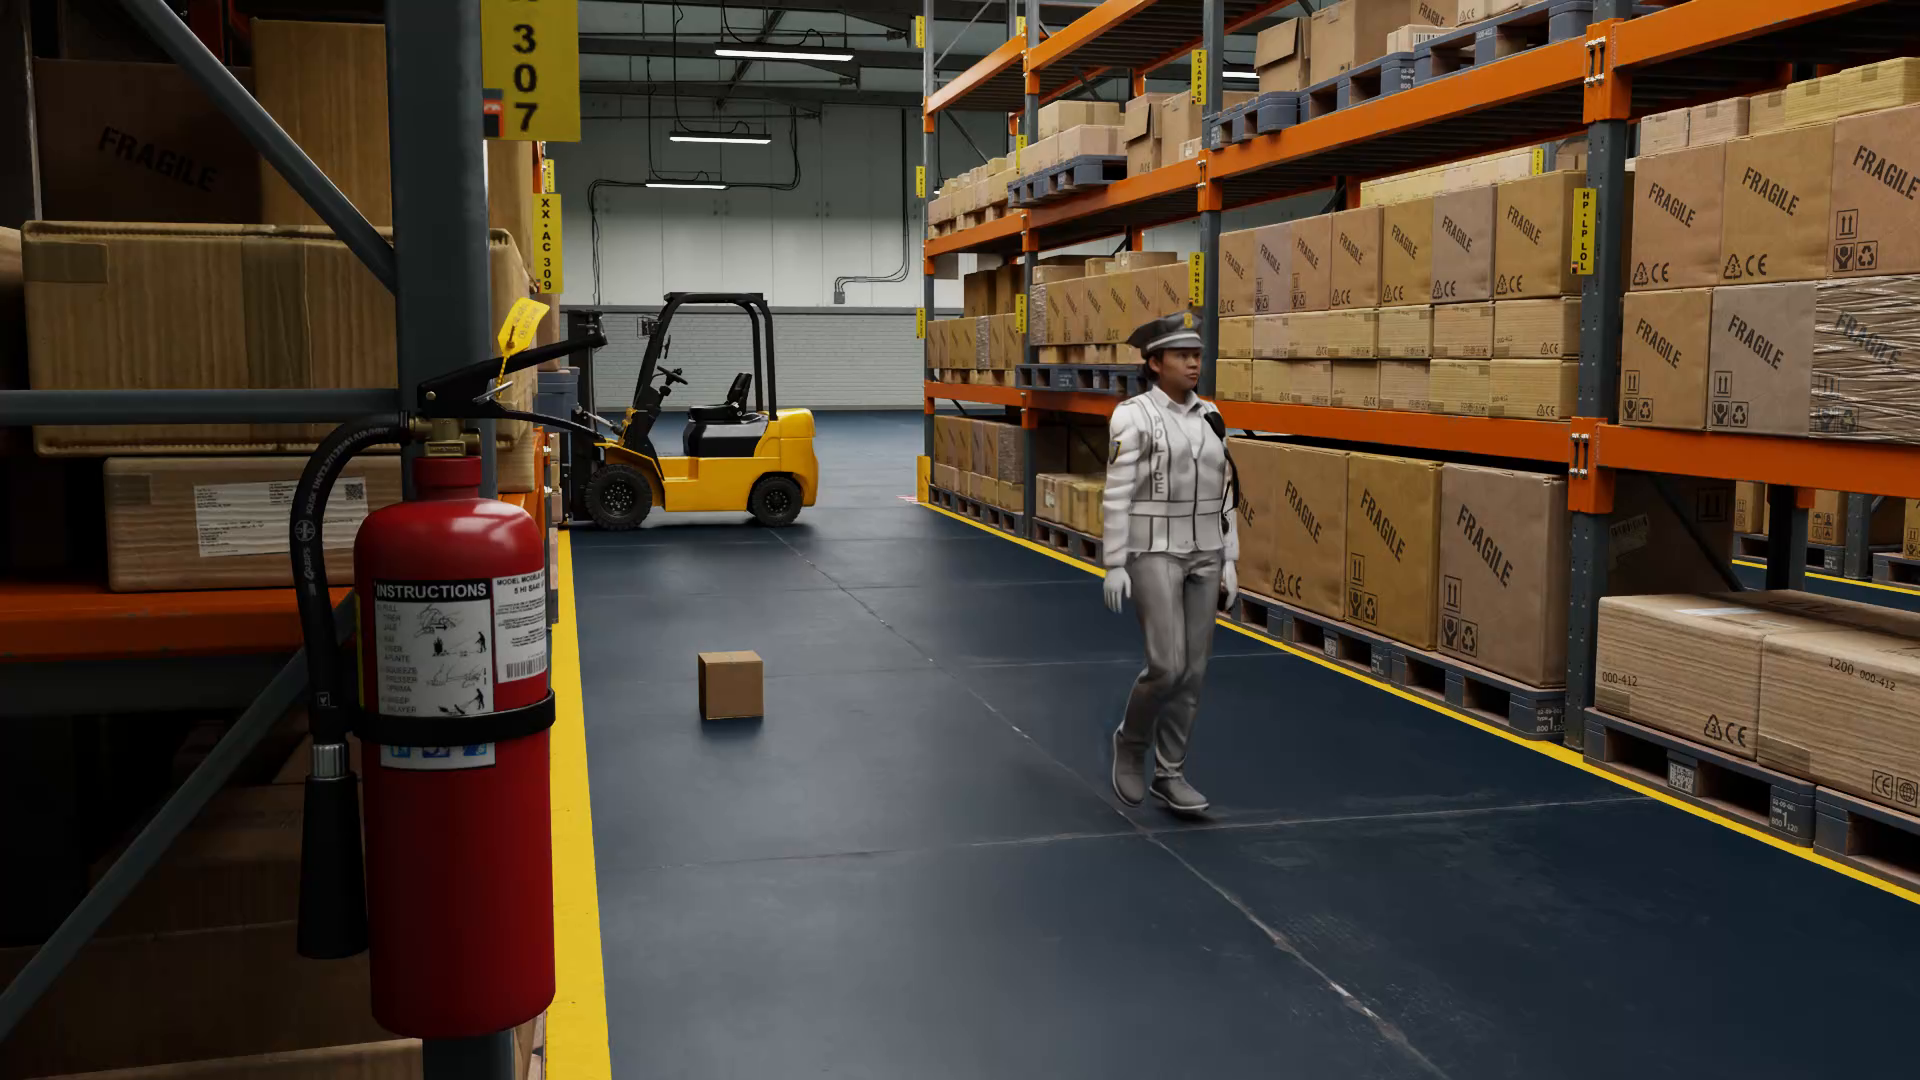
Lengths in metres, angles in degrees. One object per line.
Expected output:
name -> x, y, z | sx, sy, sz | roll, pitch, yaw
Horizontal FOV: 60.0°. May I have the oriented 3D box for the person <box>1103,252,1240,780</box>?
person -> 2.690, -0.609, 9.756 | 7.927, 2.202, 5.993 | -3, 7, -28
